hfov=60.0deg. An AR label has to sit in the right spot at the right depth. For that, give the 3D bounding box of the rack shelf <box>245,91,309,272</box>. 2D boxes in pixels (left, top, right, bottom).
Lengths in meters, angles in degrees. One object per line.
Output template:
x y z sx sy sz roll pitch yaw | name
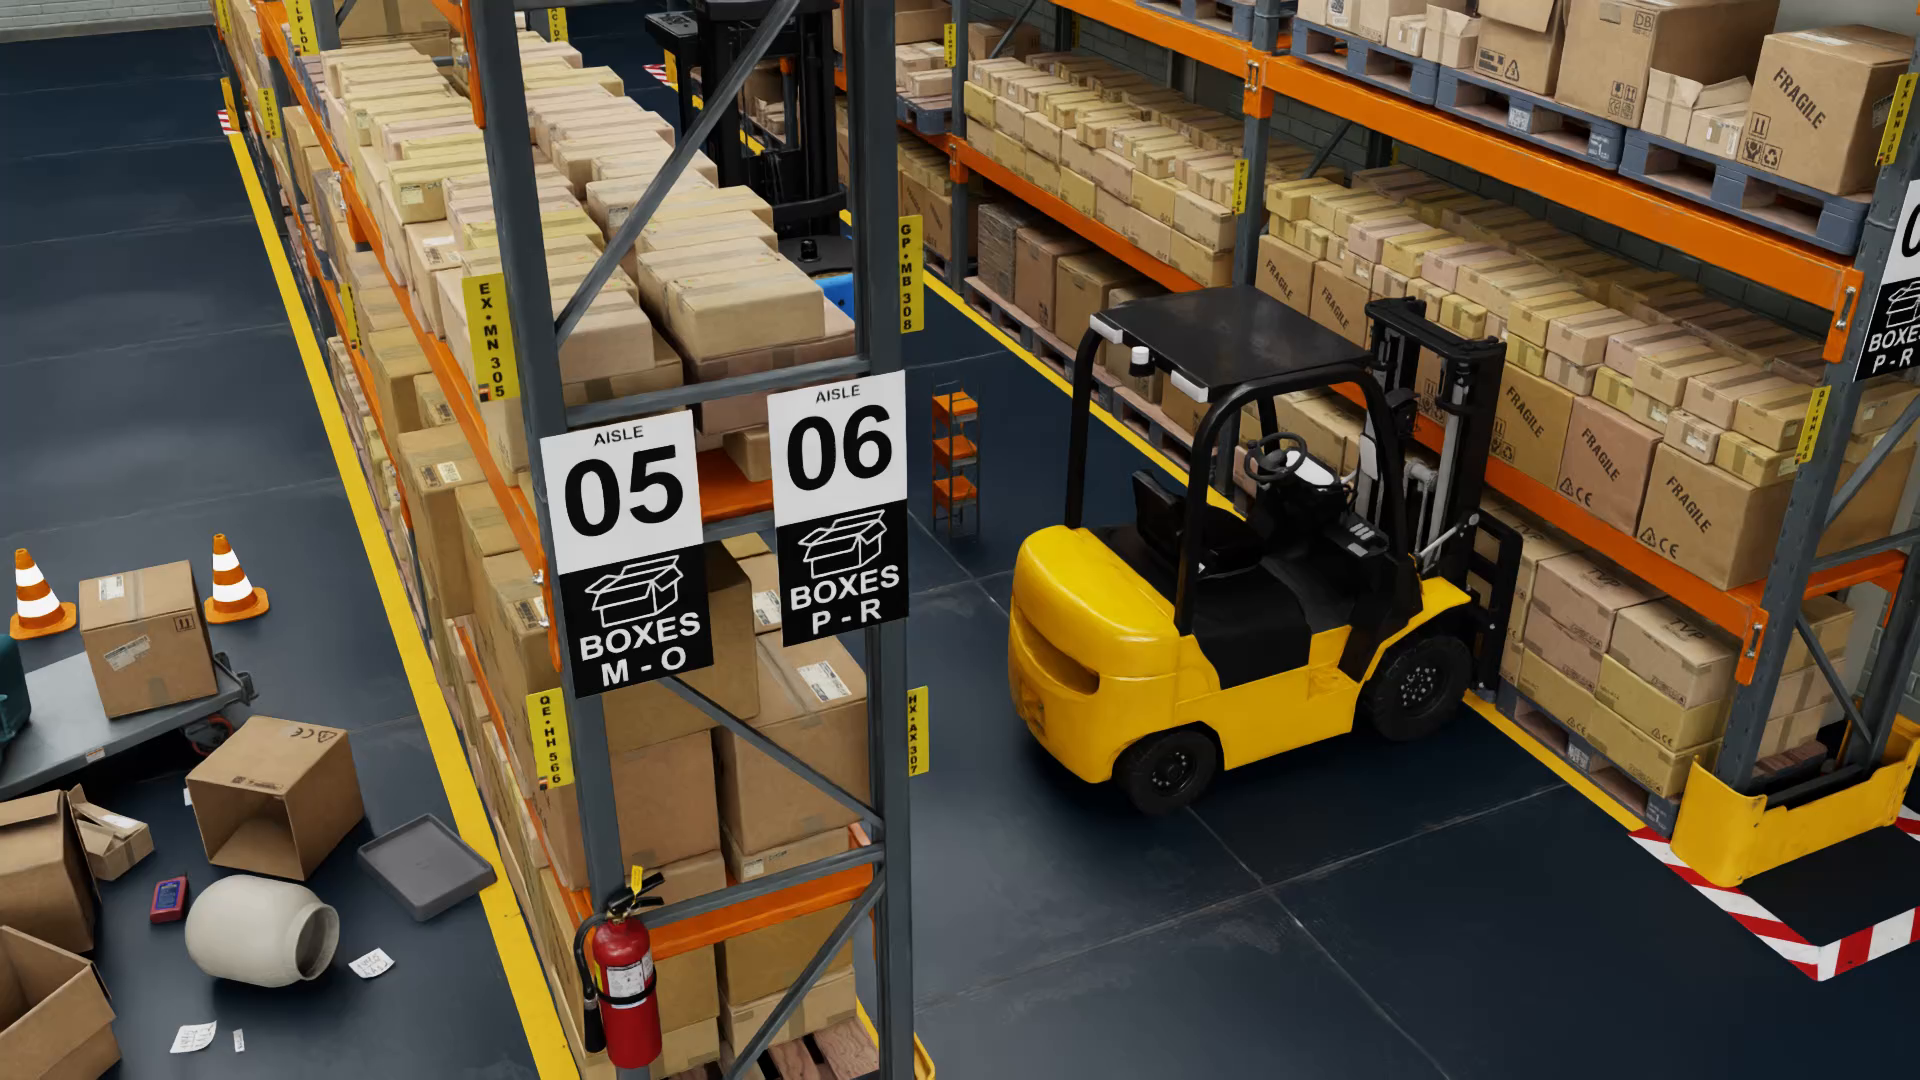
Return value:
-4.928 -3.009 13.258 1.077 0.370 4.000 -13 32 -22 | rack shelf

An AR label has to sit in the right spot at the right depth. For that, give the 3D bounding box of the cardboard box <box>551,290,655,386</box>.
-1.047 -0.540 4.493 0.380 0.149 0.250 -13 32 -22 | cardboard box

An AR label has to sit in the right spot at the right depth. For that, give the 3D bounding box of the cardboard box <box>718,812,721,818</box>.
-0.715 0.902 5.805 0.380 0.149 0.250 -13 32 -21 | cardboard box

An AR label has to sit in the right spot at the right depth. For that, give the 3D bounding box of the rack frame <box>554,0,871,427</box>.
-0.632 -1.523 3.738 0.949 2.616 0.053 -13 32 -22 | rack frame

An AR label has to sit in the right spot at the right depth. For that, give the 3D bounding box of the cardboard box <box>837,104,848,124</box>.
-0.952 -4.077 15.889 0.380 0.149 0.250 -14 32 -23 | cardboard box

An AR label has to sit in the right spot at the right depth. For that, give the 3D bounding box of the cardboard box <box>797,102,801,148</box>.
-1.301 -4.082 16.562 0.500 0.500 0.500 -12 31 -20 | cardboard box

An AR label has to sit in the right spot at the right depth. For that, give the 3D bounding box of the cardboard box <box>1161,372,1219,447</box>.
1.895 -1.092 11.102 0.875 0.625 0.625 -12 31 -20 | cardboard box

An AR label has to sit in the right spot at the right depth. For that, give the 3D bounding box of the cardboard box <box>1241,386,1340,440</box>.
2.054 -0.857 10.044 0.500 0.250 0.500 -14 32 -23 | cardboard box

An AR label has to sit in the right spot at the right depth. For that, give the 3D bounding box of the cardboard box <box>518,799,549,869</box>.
-1.433 1.053 6.230 0.380 0.149 0.250 -12 31 -21 | cardboard box

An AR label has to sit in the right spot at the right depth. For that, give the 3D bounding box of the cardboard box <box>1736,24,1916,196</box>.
3.436 -1.673 6.438 0.500 0.500 0.500 -12 31 -20 | cardboard box

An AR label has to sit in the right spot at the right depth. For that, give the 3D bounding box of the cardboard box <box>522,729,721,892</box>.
-1.117 0.739 5.432 0.500 0.500 0.500 -14 32 -23 | cardboard box

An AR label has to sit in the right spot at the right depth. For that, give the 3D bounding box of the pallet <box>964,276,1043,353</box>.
0.730 -1.895 13.387 1.003 0.211 1.213 -13 32 -22 | pallet

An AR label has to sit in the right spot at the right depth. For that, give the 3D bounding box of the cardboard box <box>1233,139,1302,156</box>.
1.998 -2.483 10.819 0.380 0.149 0.250 -13 32 -22 | cardboard box

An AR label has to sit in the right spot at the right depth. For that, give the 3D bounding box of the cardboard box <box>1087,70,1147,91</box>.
1.172 -3.396 12.446 0.380 0.149 0.250 -14 32 -23 | cardboard box

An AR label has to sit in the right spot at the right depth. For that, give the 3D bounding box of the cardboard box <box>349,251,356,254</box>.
-2.758 -1.185 8.434 0.500 0.500 0.500 -14 32 -23 | cardboard box

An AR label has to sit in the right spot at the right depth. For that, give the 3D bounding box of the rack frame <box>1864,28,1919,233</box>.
3.846 -2.566 5.599 1.000 3.000 0.127 -13 32 -22 | rack frame

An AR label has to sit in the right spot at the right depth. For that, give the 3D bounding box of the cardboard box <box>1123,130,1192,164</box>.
1.309 -2.594 11.016 0.380 0.149 0.250 -14 32 -23 | cardboard box

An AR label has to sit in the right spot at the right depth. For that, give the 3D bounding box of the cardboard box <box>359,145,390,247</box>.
-1.977 -1.344 6.334 0.500 0.250 0.500 -13 32 -22 | cardboard box

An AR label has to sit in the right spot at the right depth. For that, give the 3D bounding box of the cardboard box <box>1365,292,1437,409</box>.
2.541 -1.059 8.943 0.500 0.500 0.500 -13 32 -22 | cardboard box

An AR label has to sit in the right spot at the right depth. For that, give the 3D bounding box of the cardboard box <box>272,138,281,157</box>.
-4.730 -2.978 12.110 0.500 0.250 0.500 -14 32 -23 | cardboard box

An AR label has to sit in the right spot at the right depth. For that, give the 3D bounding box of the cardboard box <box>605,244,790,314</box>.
-0.818 -0.781 5.331 0.500 0.250 0.500 -14 32 -23 | cardboard box

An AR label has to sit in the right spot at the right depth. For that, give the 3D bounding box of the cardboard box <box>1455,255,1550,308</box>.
2.746 -1.311 8.424 0.380 0.149 0.250 -13 32 -22 | cardboard box

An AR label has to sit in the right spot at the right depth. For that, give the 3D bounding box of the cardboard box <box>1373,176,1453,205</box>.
2.609 -1.976 9.610 0.380 0.149 0.250 -14 32 -23 | cardboard box

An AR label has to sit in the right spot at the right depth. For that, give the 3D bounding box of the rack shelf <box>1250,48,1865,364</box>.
2.988 -1.828 8.084 1.077 0.370 4.000 -13 32 -22 | rack shelf

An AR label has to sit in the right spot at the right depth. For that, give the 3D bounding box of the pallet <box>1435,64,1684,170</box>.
3.039 -2.077 7.883 1.003 0.211 1.213 -13 32 -22 | pallet

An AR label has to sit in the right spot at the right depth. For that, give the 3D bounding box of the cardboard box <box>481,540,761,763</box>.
-1.051 0.305 5.183 0.700 0.500 0.500 -14 32 -23 | cardboard box

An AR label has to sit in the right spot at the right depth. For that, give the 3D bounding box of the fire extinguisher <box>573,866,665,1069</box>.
-1.002 1.275 4.961 0.296 0.674 0.183 -13 32 -22 | fire extinguisher

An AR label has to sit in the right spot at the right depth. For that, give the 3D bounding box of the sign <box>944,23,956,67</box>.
-0.074 -3.836 12.894 0.100 0.325 0.005 -13 32 -22 | sign

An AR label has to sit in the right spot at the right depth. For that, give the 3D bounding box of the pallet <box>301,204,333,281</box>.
-3.667 -2.063 11.032 1.213 0.211 1.003 -13 32 -22 | pallet

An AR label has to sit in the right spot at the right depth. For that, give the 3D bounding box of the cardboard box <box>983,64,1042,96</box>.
0.399 -3.490 12.614 0.380 0.149 0.250 -12 32 -21 | cardboard box

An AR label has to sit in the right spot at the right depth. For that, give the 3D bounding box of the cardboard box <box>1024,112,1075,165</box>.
0.804 -2.932 12.028 0.500 0.250 0.500 -14 32 -23 | cardboard box

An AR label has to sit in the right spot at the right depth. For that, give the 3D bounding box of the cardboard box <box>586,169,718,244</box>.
-1.011 -1.099 5.491 0.380 0.149 0.250 -13 32 -22 | cardboard box

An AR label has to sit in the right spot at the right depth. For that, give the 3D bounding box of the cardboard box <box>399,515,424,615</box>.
-2.580 0.059 9.308 0.950 0.372 0.625 -13 32 -21 | cardboard box

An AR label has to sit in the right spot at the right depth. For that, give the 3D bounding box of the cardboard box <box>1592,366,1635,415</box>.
3.156 -0.716 7.668 0.380 0.149 0.250 -13 32 -22 | cardboard box

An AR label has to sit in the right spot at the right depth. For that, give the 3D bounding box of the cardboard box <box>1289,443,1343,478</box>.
2.276 -0.418 9.772 0.500 0.250 0.500 -13 32 -22 | cardboard box

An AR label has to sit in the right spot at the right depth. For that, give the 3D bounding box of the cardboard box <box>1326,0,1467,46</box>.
2.266 -2.794 8.631 0.500 0.311 0.500 -12 32 -21 | cardboard box

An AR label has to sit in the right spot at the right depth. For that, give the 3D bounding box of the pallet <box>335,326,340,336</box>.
-4.340 -1.587 12.838 1.003 0.211 1.213 -13 32 -22 | pallet

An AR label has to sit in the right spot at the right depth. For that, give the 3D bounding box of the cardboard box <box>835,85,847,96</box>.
-1.237 -4.437 16.227 0.380 0.149 0.250 -15 32 -24 | cardboard box

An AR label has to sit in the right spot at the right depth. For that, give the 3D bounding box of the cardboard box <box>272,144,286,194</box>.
-4.755 -2.765 12.241 0.500 0.250 0.500 -13 32 -21 | cardboard box

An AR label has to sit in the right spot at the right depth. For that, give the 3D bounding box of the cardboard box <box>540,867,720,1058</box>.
-1.214 1.484 6.124 0.500 0.500 0.500 -13 32 -22 | cardboard box

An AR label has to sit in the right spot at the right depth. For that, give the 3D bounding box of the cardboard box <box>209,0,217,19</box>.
-7.557 -5.745 17.299 0.500 0.500 0.500 -13 32 -22 | cardboard box

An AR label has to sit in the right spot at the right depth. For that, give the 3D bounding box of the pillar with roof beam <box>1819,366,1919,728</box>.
0.473 -2.159 4.873 9.100 9.000 0.400 -13 32 -22 | pillar with roof beam

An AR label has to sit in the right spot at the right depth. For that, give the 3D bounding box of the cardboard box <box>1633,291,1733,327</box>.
3.459 -1.059 7.975 0.380 0.149 0.250 -12 31 -20 | cardboard box

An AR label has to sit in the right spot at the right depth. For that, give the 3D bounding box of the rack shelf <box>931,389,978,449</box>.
-0.023 -0.720 9.875 0.215 0.259 0.240 -13 32 -22 | rack shelf

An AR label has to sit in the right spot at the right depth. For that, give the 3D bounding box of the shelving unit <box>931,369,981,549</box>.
-0.023 -0.482 10.008 0.215 1.050 0.252 -13 32 -22 | shelving unit

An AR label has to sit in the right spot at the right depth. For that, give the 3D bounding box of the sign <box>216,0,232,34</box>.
-6.287 -4.501 14.217 0.100 0.325 0.005 -13 32 -22 | sign

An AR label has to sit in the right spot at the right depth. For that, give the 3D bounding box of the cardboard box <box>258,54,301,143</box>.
-4.528 -3.093 11.547 0.500 0.500 0.500 -14 32 -23 | cardboard box

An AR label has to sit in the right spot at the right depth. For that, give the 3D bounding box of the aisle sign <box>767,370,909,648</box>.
-0.328 -0.077 4.636 0.394 0.787 0.004 -13 32 -22 | aisle sign

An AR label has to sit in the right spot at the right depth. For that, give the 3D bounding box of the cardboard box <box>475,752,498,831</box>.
-1.873 1.128 7.526 0.500 0.250 0.500 -14 32 -23 | cardboard box

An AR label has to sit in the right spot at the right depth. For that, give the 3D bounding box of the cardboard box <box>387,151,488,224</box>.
-1.736 -1.210 5.688 0.380 0.149 0.250 -12 32 -21 | cardboard box

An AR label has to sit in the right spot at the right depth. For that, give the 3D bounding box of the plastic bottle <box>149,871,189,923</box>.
-3.492 1.573 7.355 0.133 0.061 0.283 -8 30 -13 | plastic bottle

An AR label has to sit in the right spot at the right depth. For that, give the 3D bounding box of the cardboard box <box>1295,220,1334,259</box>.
2.141 -1.733 9.481 0.380 0.149 0.250 -12 32 -21 | cardboard box

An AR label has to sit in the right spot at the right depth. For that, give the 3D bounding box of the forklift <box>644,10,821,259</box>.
-1.545 -2.731 12.097 1.121 2.935 3.031 -14 32 -24 | forklift
